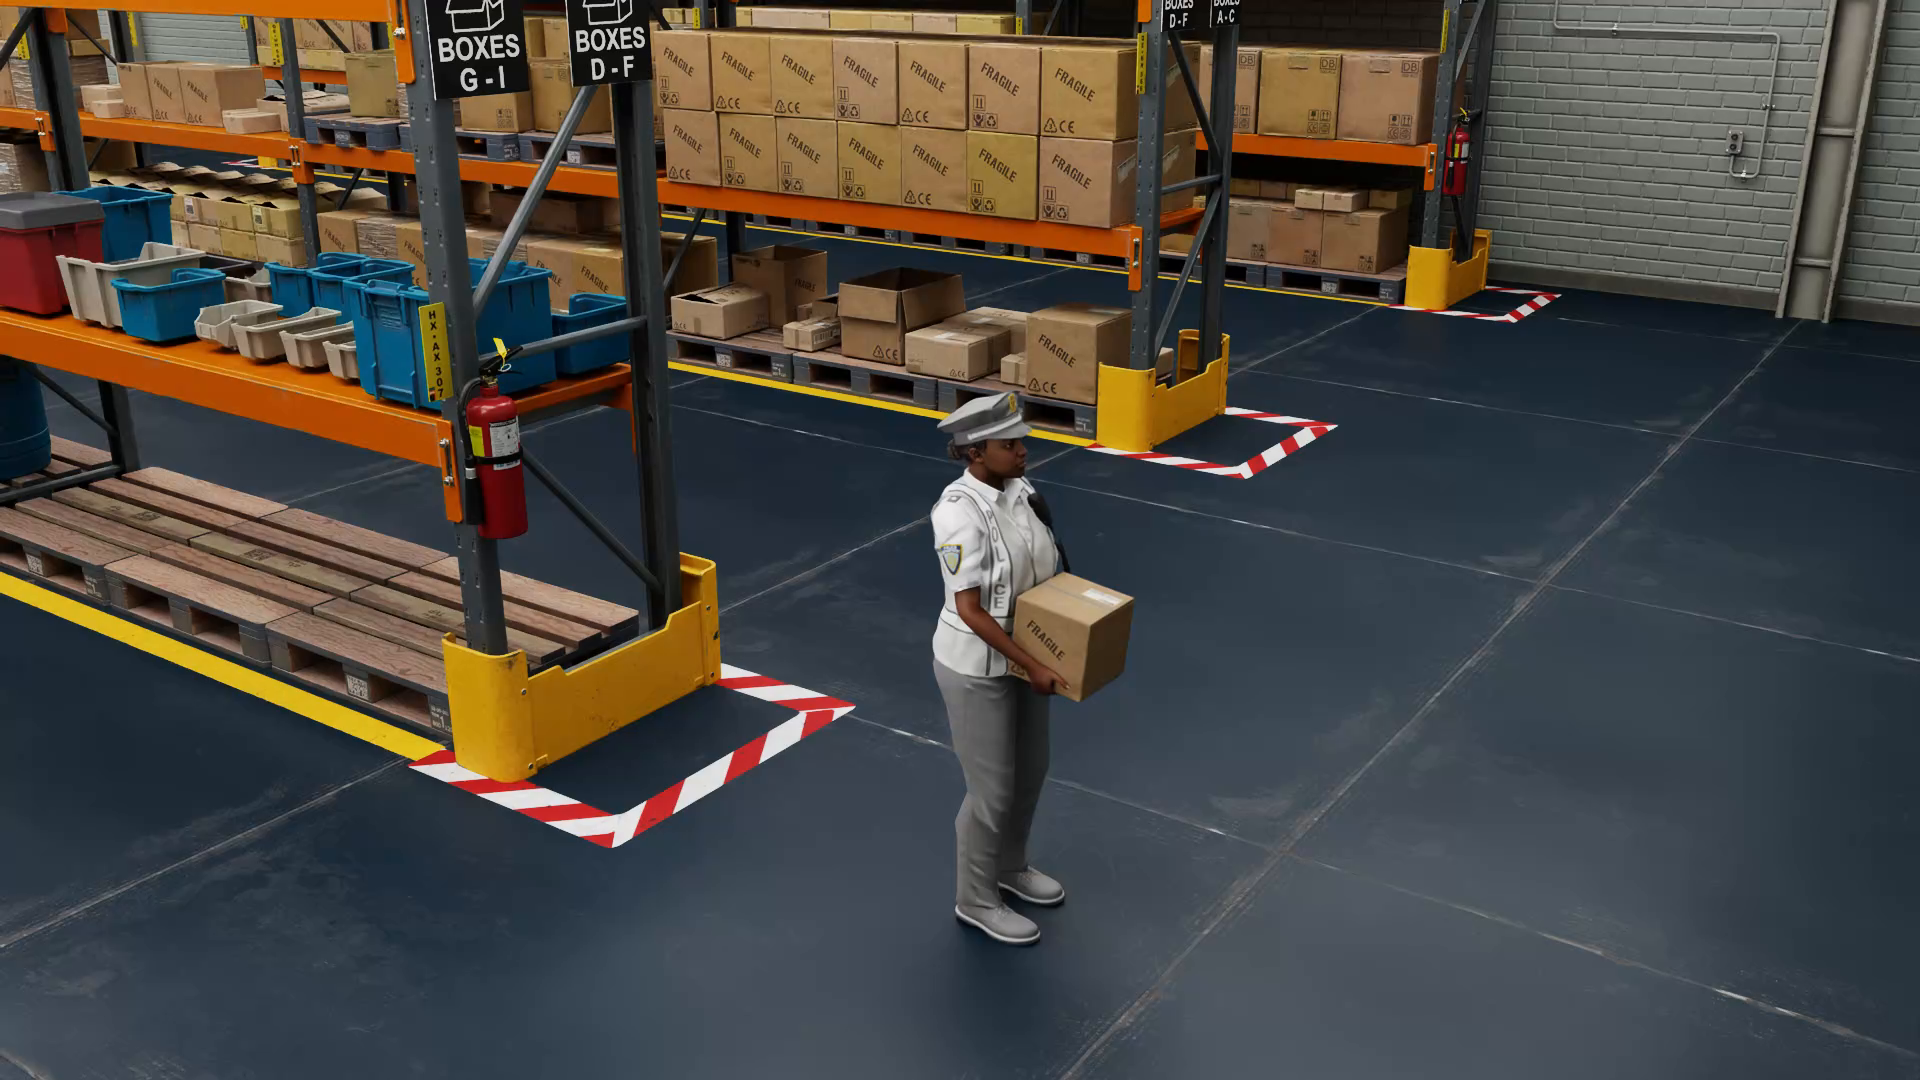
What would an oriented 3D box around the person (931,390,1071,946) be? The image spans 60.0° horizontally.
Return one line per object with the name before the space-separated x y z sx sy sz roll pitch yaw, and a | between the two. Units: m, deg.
person | 0.172 0.386 4.976 0.527 1.689 0.451 14 24 33
